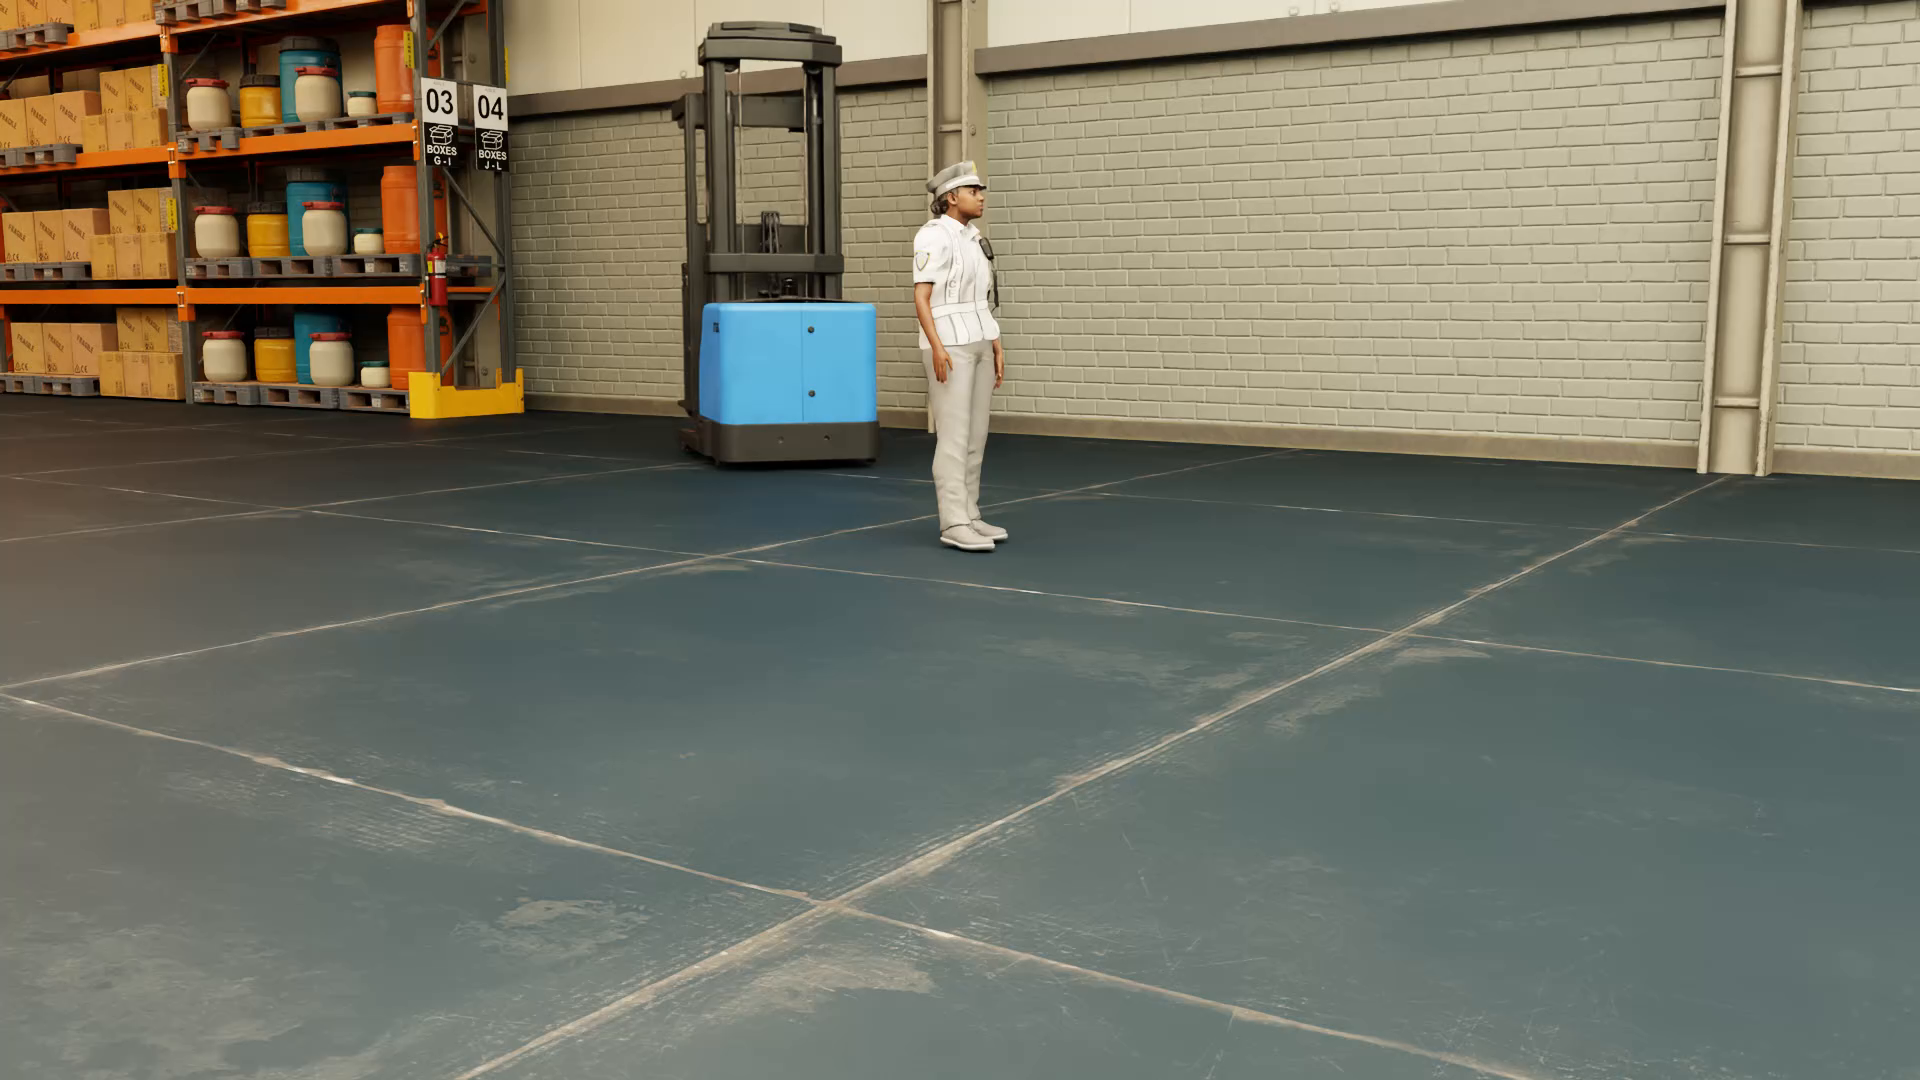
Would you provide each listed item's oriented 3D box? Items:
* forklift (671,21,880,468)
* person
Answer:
[{"bbox_3d":[-1.445,-2.094,11.921,1.130,2.935,3.031,-2,8,-17],"label":"forklift"},{"bbox_3d":[0.051,-0.838,7.426,0.530,1.694,0.569,5,10,34],"label":"person"}]
